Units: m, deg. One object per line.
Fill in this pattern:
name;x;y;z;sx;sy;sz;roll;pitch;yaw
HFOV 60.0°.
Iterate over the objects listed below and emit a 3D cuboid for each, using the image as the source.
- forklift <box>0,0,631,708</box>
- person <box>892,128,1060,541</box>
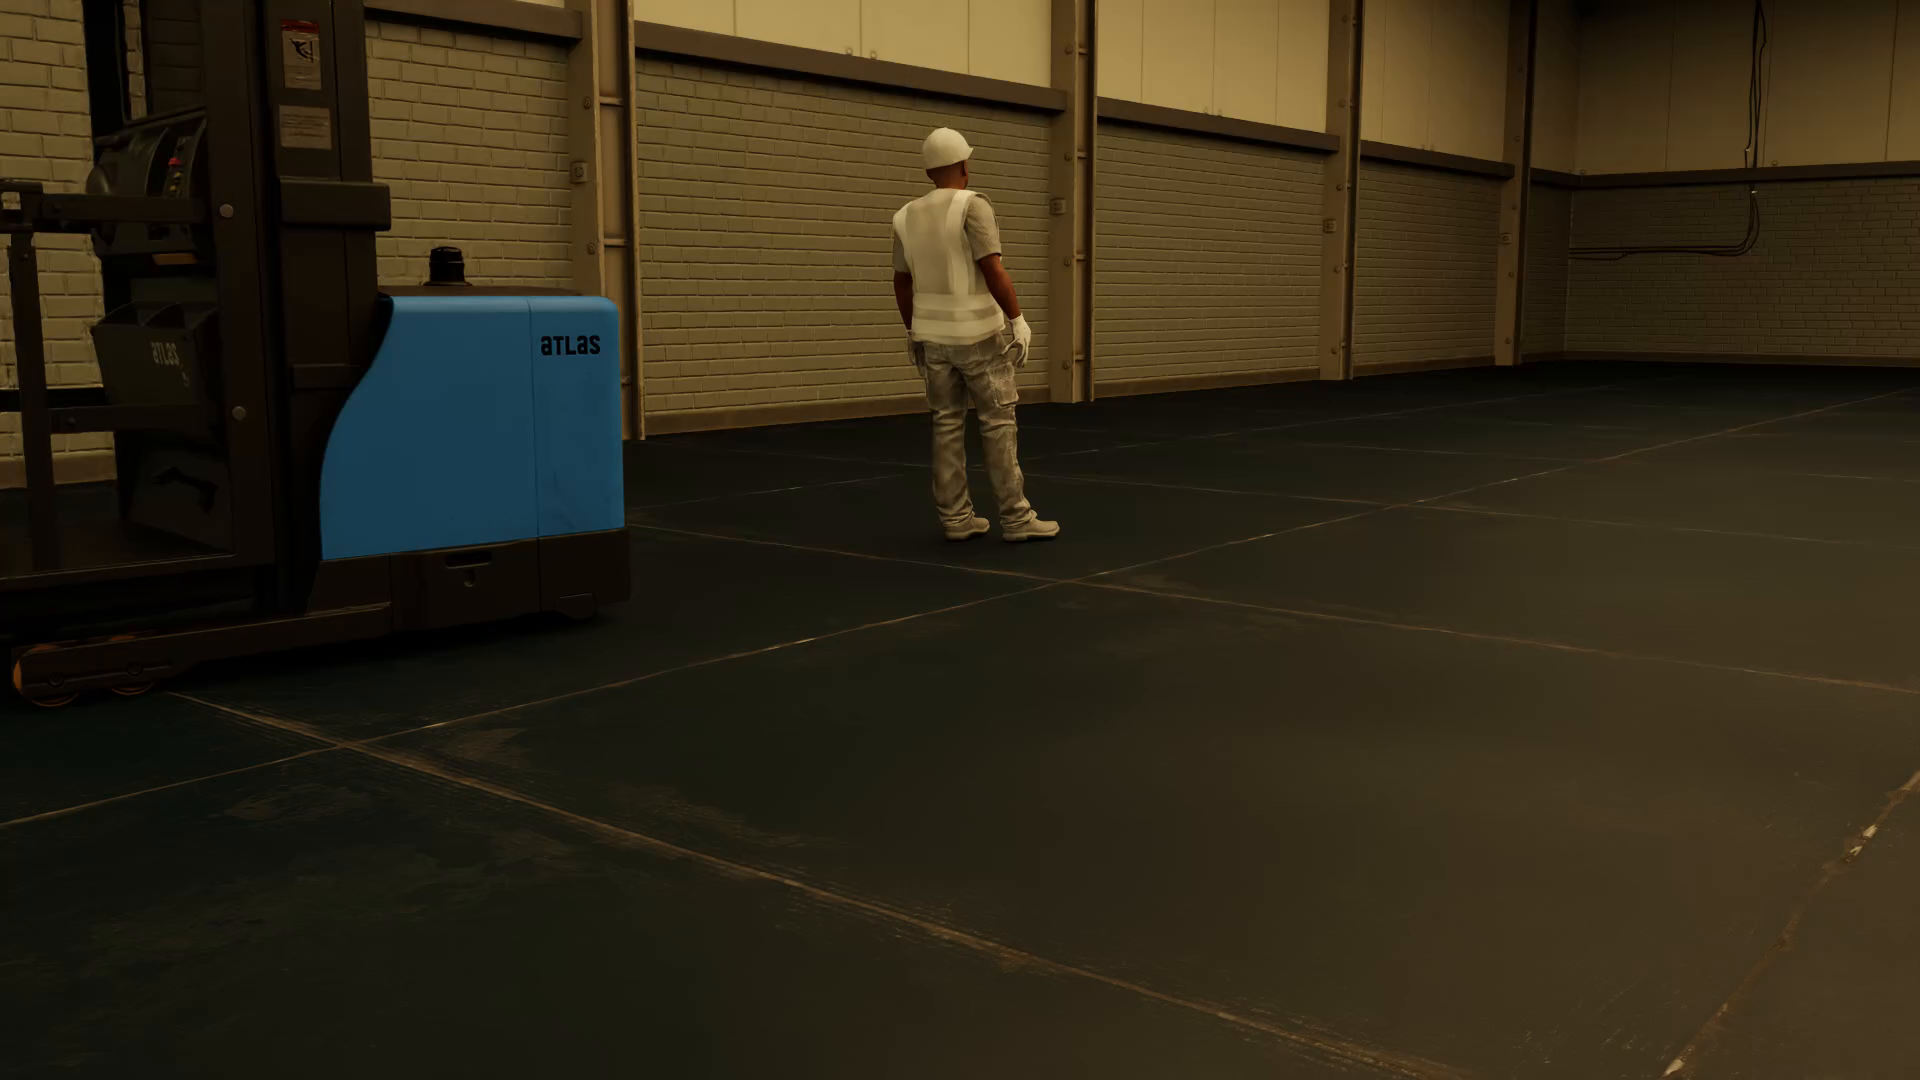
forklift;-2.536;-1.093;4.752;3.031;2.935;1.130;-7;11;-42
person;0.052;-0.897;7.324;0.656;1.782;0.577;7;11;38
